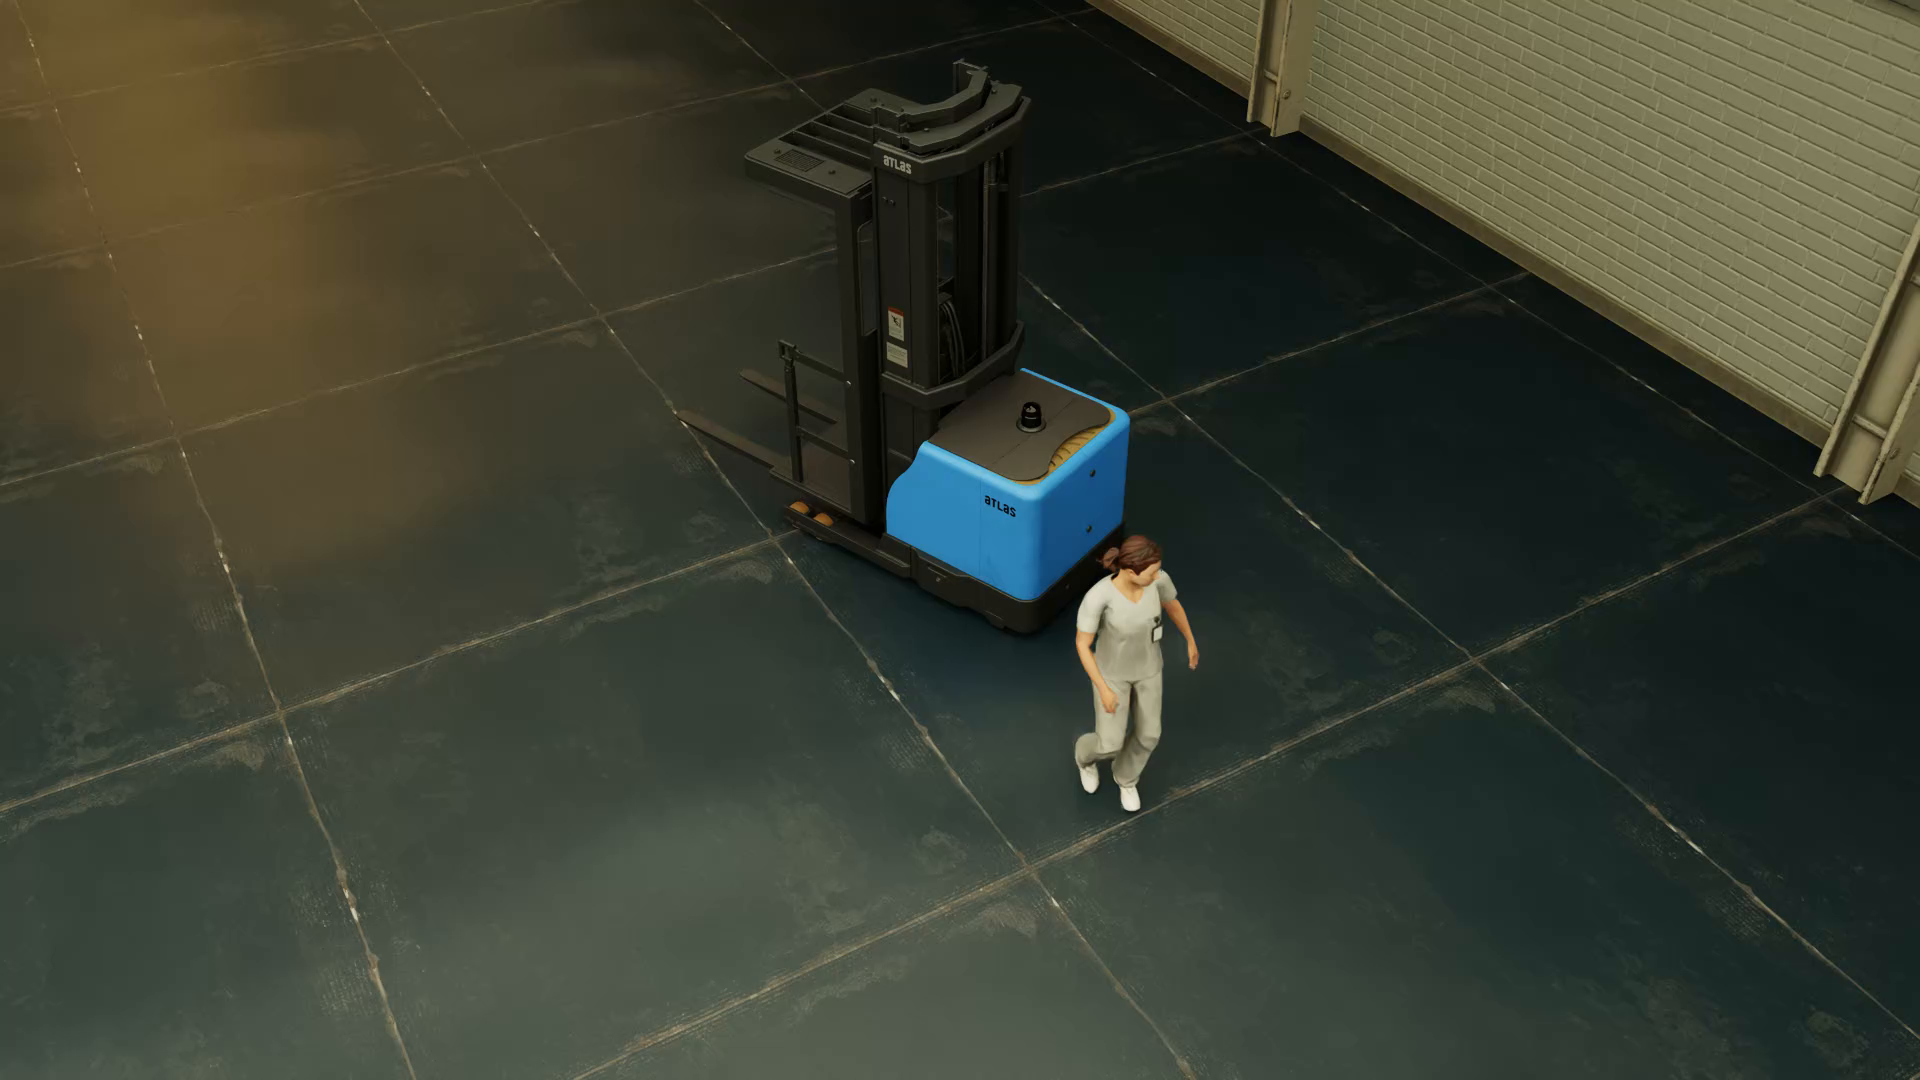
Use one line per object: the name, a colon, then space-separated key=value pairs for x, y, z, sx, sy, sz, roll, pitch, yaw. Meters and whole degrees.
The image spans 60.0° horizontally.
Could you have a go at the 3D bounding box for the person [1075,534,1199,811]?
person: x=0.884 y=0.651 z=8.264 sx=0.670 sy=1.644 sz=0.463 roll=-10 pitch=41 yaw=-12

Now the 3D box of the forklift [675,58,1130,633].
forklift: x=-0.481 y=-1.366 z=9.683 sx=3.031 sy=2.935 sz=1.130 roll=26 pitch=46 yaw=28
